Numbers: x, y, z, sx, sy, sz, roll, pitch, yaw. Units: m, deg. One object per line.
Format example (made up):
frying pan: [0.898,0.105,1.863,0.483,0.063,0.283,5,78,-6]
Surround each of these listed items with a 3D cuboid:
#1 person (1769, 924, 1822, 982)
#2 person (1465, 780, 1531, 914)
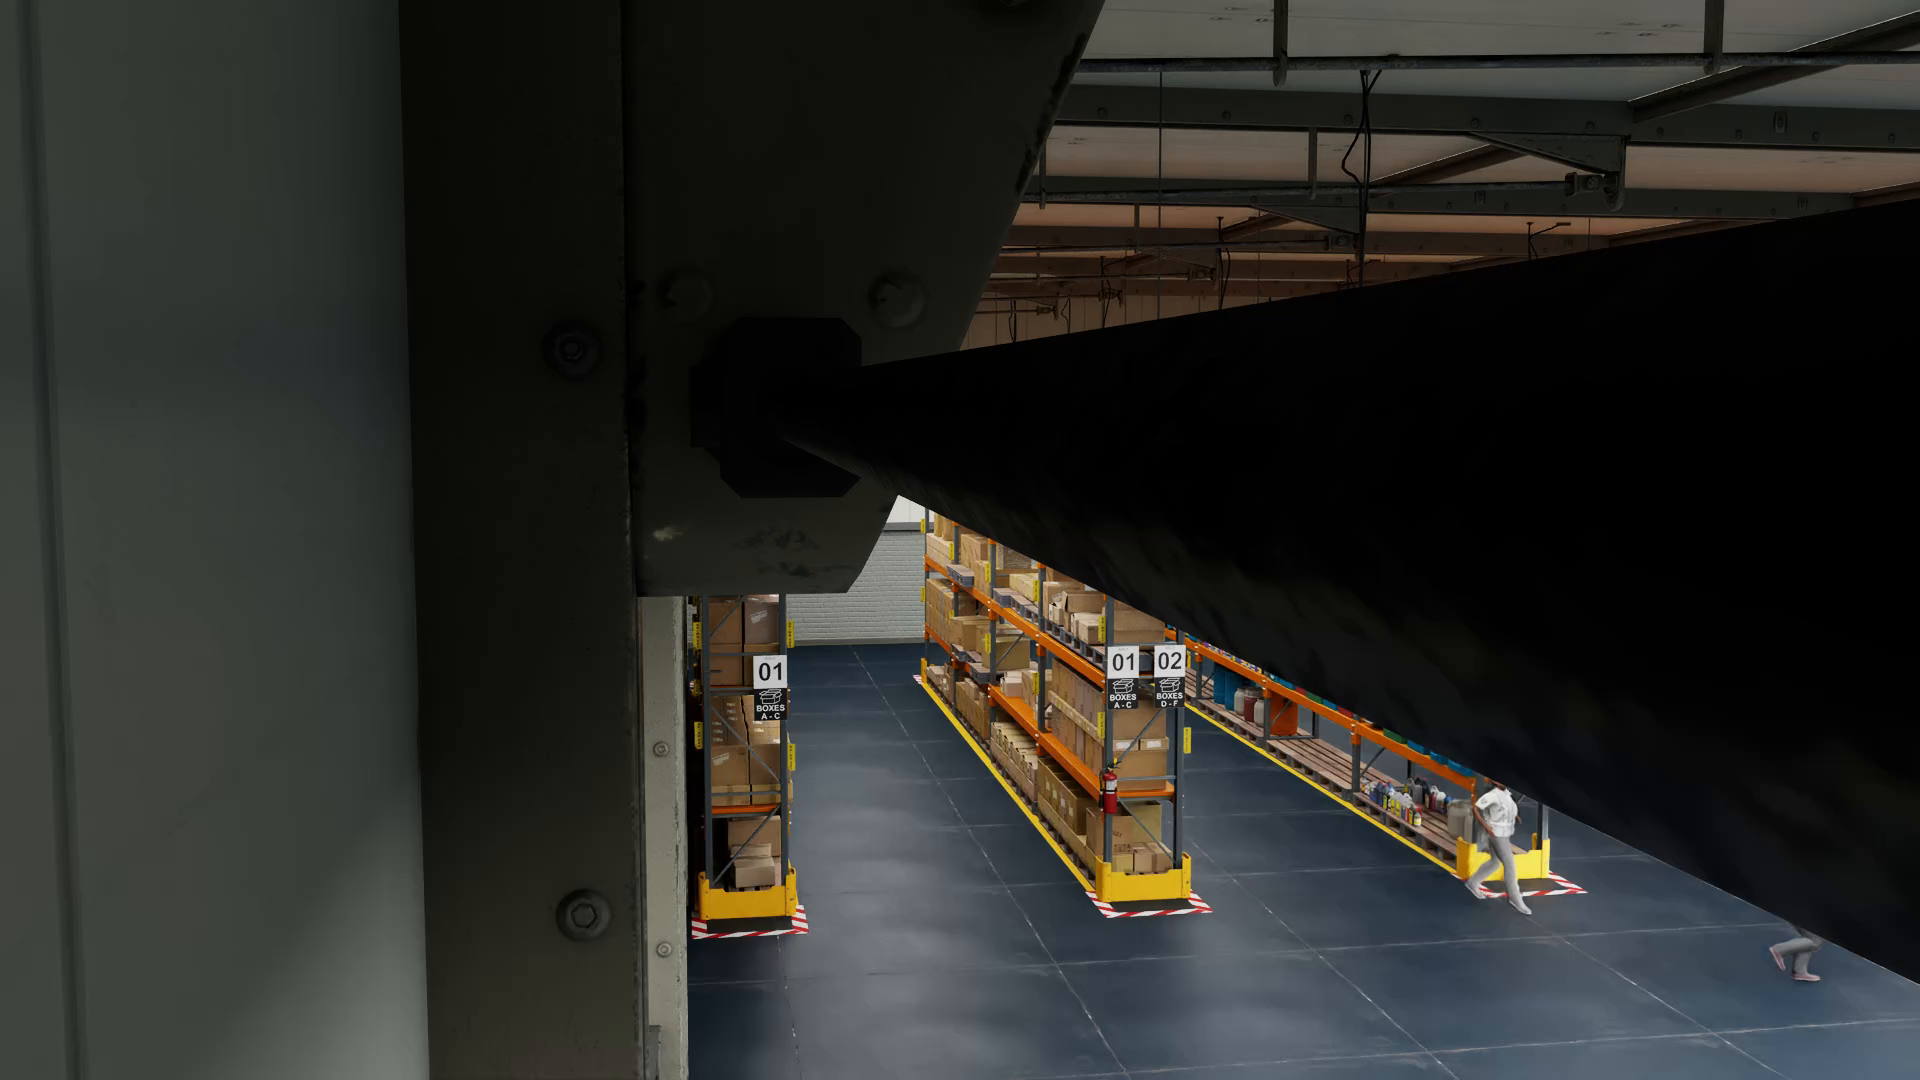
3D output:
person: [9.003,3.960,17.909,0.575,1.595,0.591,1,5,6]
person: [6.695,3.674,20.574,0.866,1.731,0.629,4,6,36]
